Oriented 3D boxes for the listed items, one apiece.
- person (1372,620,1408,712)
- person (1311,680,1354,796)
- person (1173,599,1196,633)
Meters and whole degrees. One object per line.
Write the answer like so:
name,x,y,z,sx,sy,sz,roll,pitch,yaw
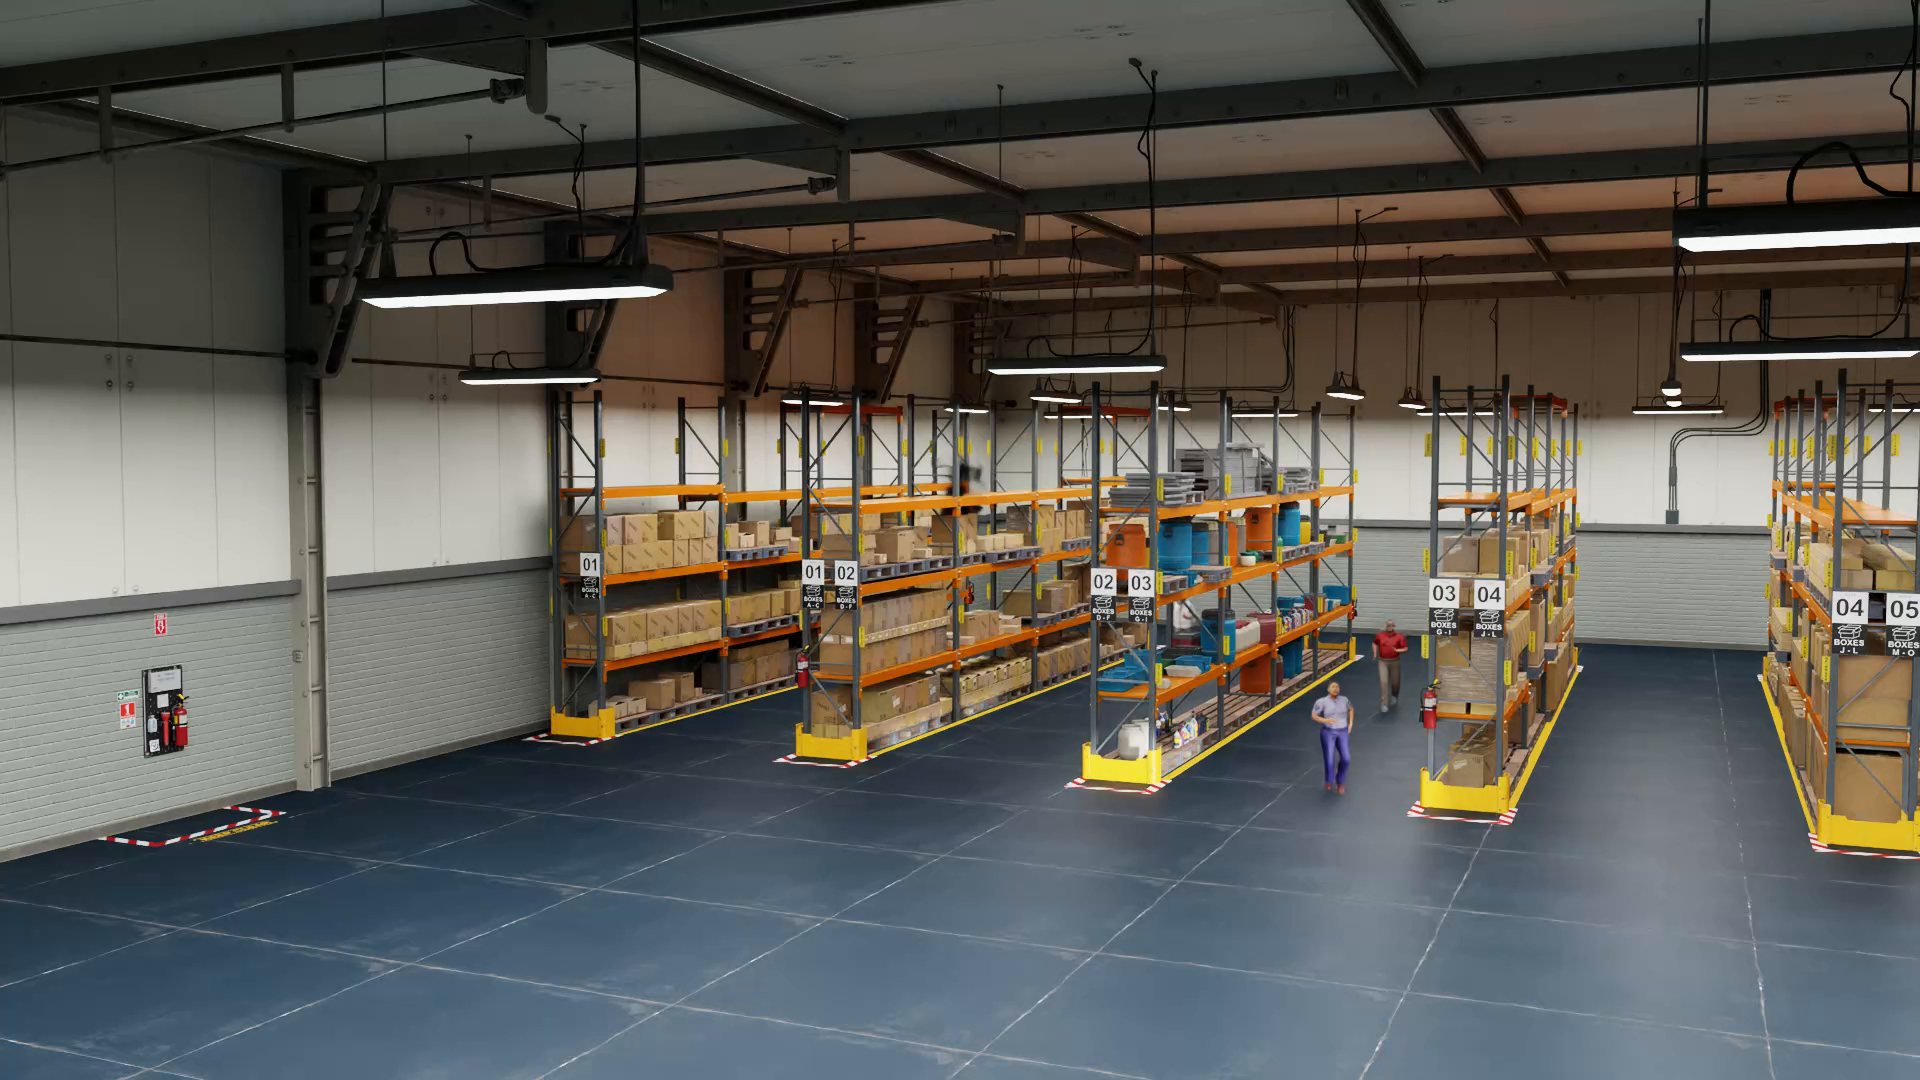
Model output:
person,8.179,2.372,31.657,0.665,1.706,0.970,1,3,16
person,5.409,2.863,24.069,0.666,1.669,0.628,0,3,-2
person,5.104,1.995,38.179,0.659,1.754,0.914,1,3,17
